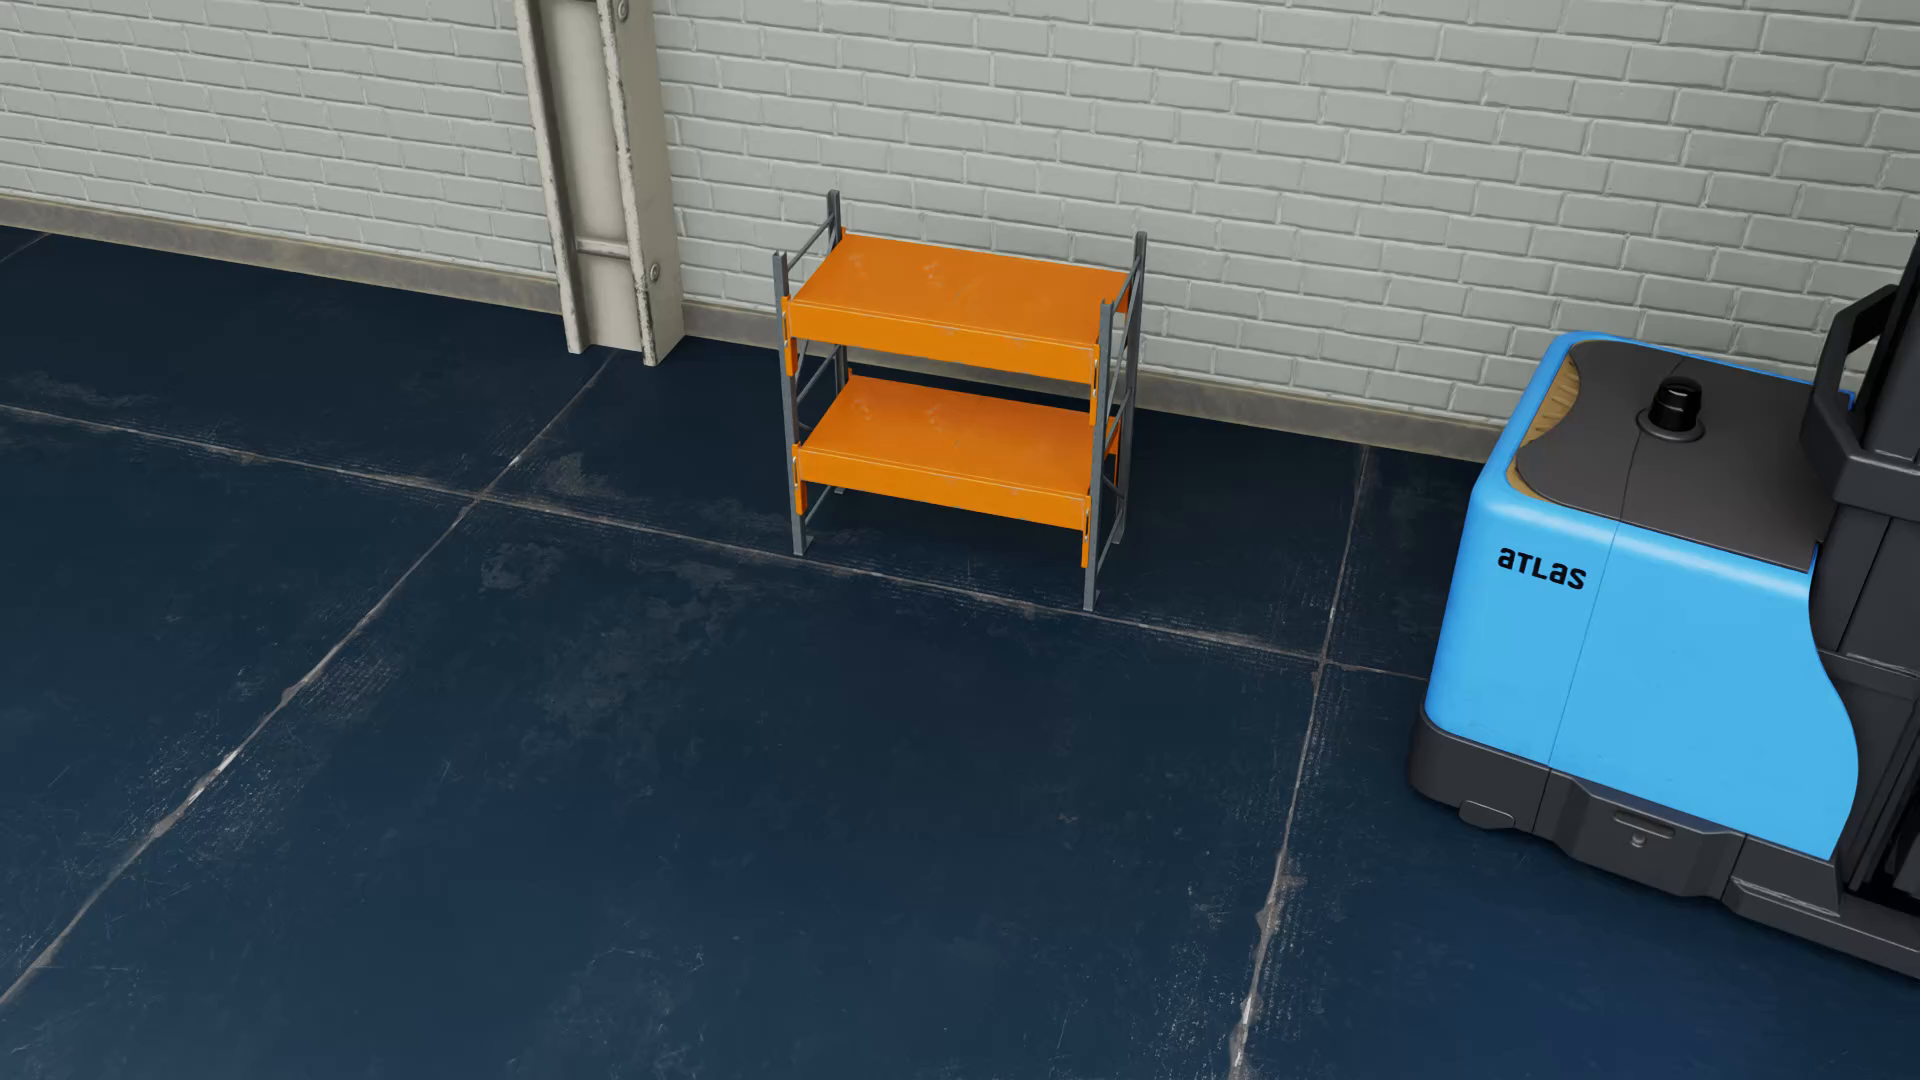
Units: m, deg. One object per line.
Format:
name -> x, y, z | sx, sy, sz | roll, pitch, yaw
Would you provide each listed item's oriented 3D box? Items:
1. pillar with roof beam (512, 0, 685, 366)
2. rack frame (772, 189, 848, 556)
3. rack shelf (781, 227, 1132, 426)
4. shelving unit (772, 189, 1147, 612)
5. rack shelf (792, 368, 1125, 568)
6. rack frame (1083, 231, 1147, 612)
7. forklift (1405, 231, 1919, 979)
pillar with roof beam -> -2.652, -2.009, 0.889 | 0.400, 9.000, 9.100 | 10, 38, 14
rack frame -> -0.479, -0.542, 5.537 | 0.032, 1.125, 0.500 | 10, 38, 14
rack shelf -> 0.006, -0.688, 5.241 | 1.000, 0.278, 0.538 | 10, 38, 14
shelving unit -> 0.006, -0.452, 5.415 | 1.048, 1.125, 0.538 | 10, 38, 14
rack shelf -> 0.006, -0.255, 5.560 | 1.000, 0.278, 0.538 | 10, 38, 14
rack frame -> 0.492, -0.362, 5.293 | 0.032, 1.125, 0.500 | 10, 38, 14
forklift -> 2.807, -0.265, 3.638 | 3.031, 2.935, 1.130 | 18, 40, 23
